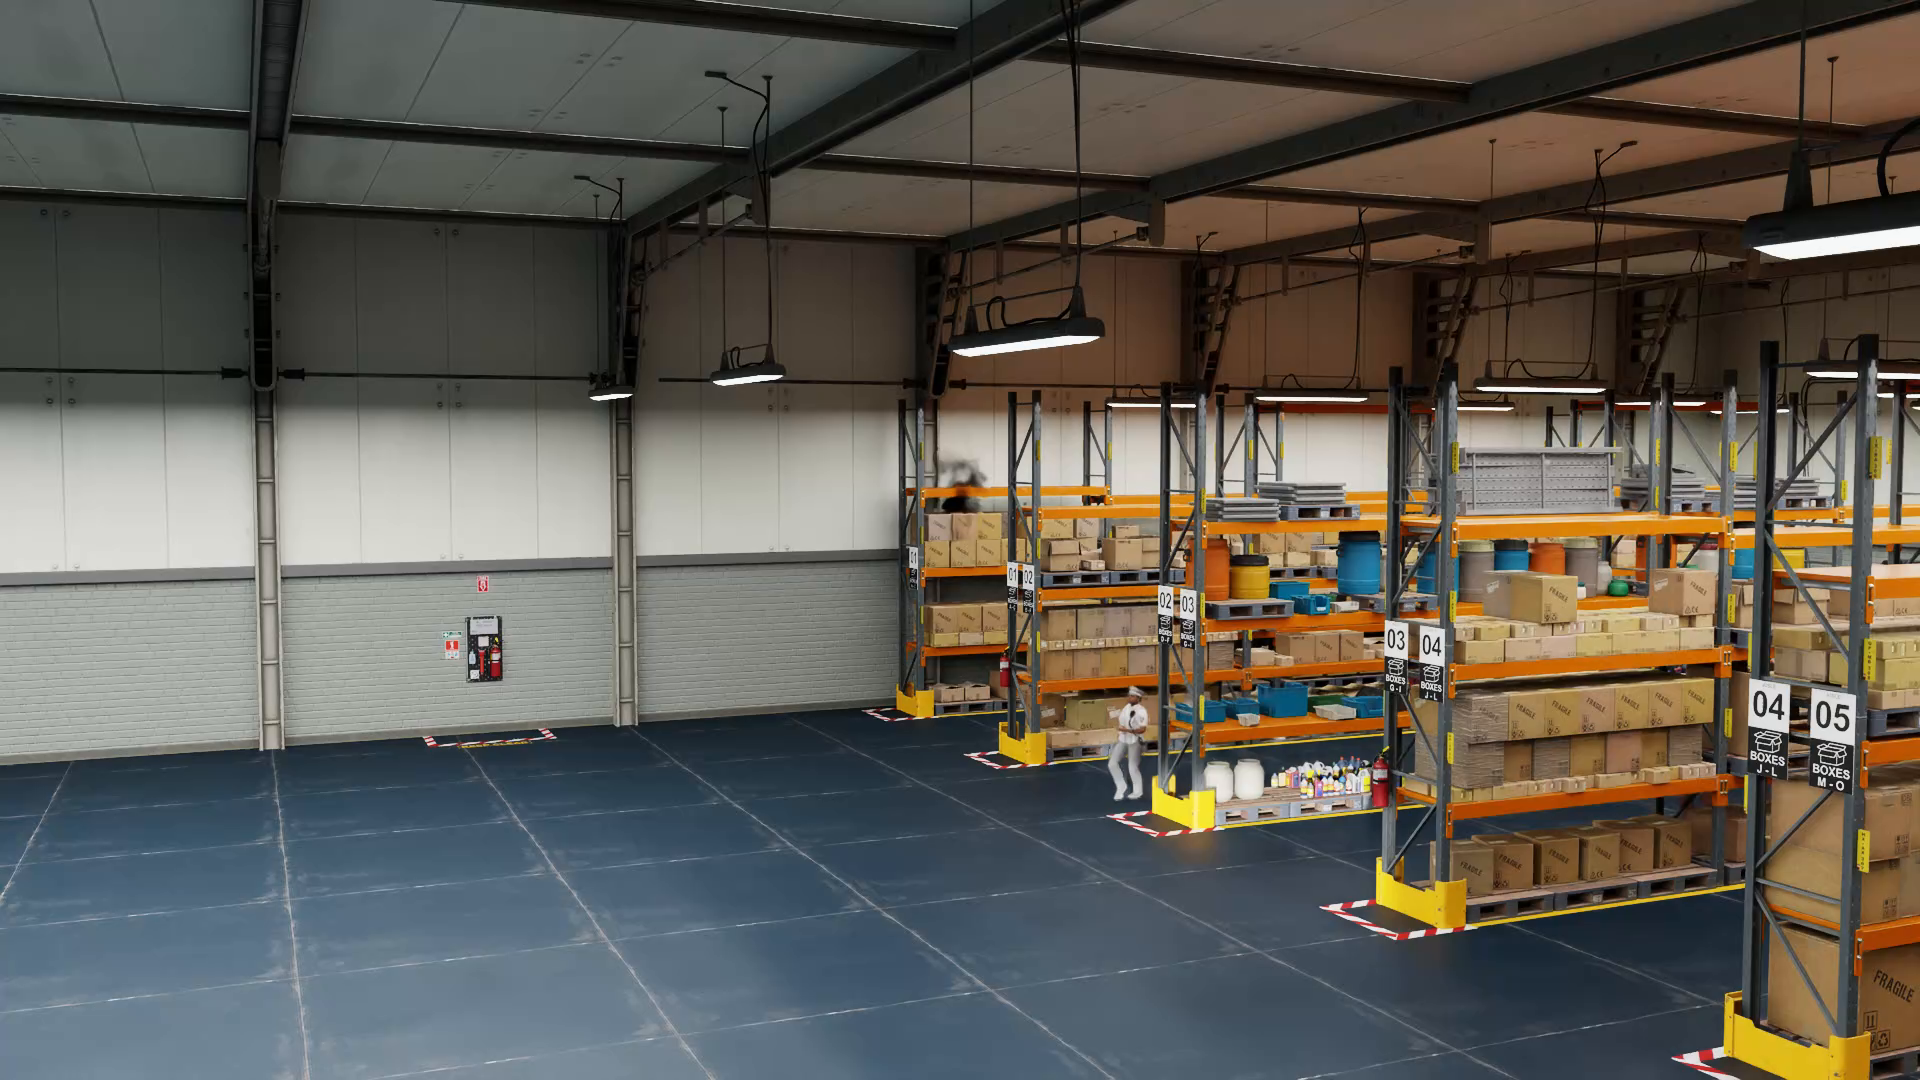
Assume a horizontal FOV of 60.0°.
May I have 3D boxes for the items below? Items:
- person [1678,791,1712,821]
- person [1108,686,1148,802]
[{"bbox_3d":[9.754,3.058,21.863,0.652,1.724,0.572,-1,4,-23],"label":"person"},{"bbox_3d":[2.456,2.932,23.896,0.556,1.698,0.635,3,5,42],"label":"person"}]
